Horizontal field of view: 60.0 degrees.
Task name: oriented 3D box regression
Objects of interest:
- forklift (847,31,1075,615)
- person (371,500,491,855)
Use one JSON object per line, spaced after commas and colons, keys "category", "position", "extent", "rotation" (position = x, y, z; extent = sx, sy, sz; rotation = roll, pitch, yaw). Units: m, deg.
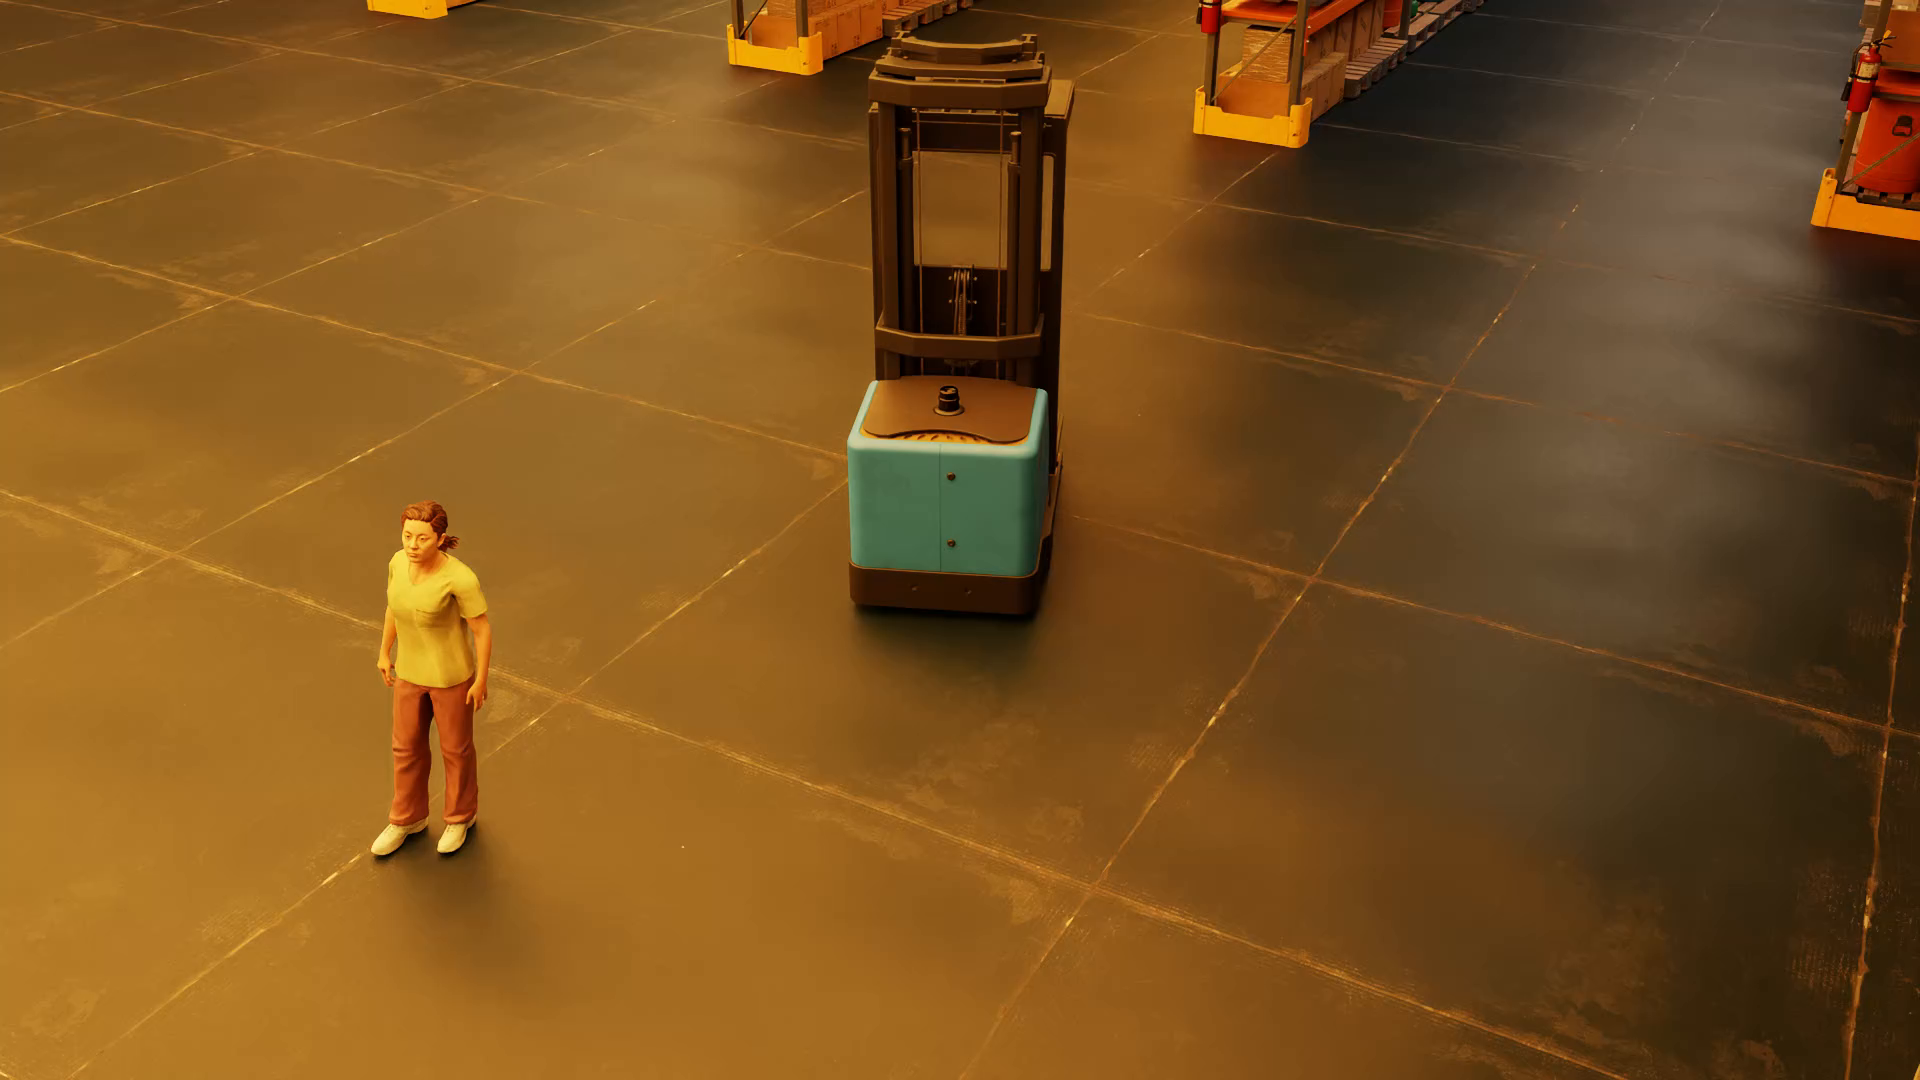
{"category": "forklift", "position": [0.072, -1.572, 9.794], "extent": [1.130, 2.935, 3.031], "rotation": [3, 30, 6]}
{"category": "person", "position": [-2.324, 0.622, 7.234], "extent": [0.555, 1.673, 0.548], "rotation": [10, 31, 17]}
